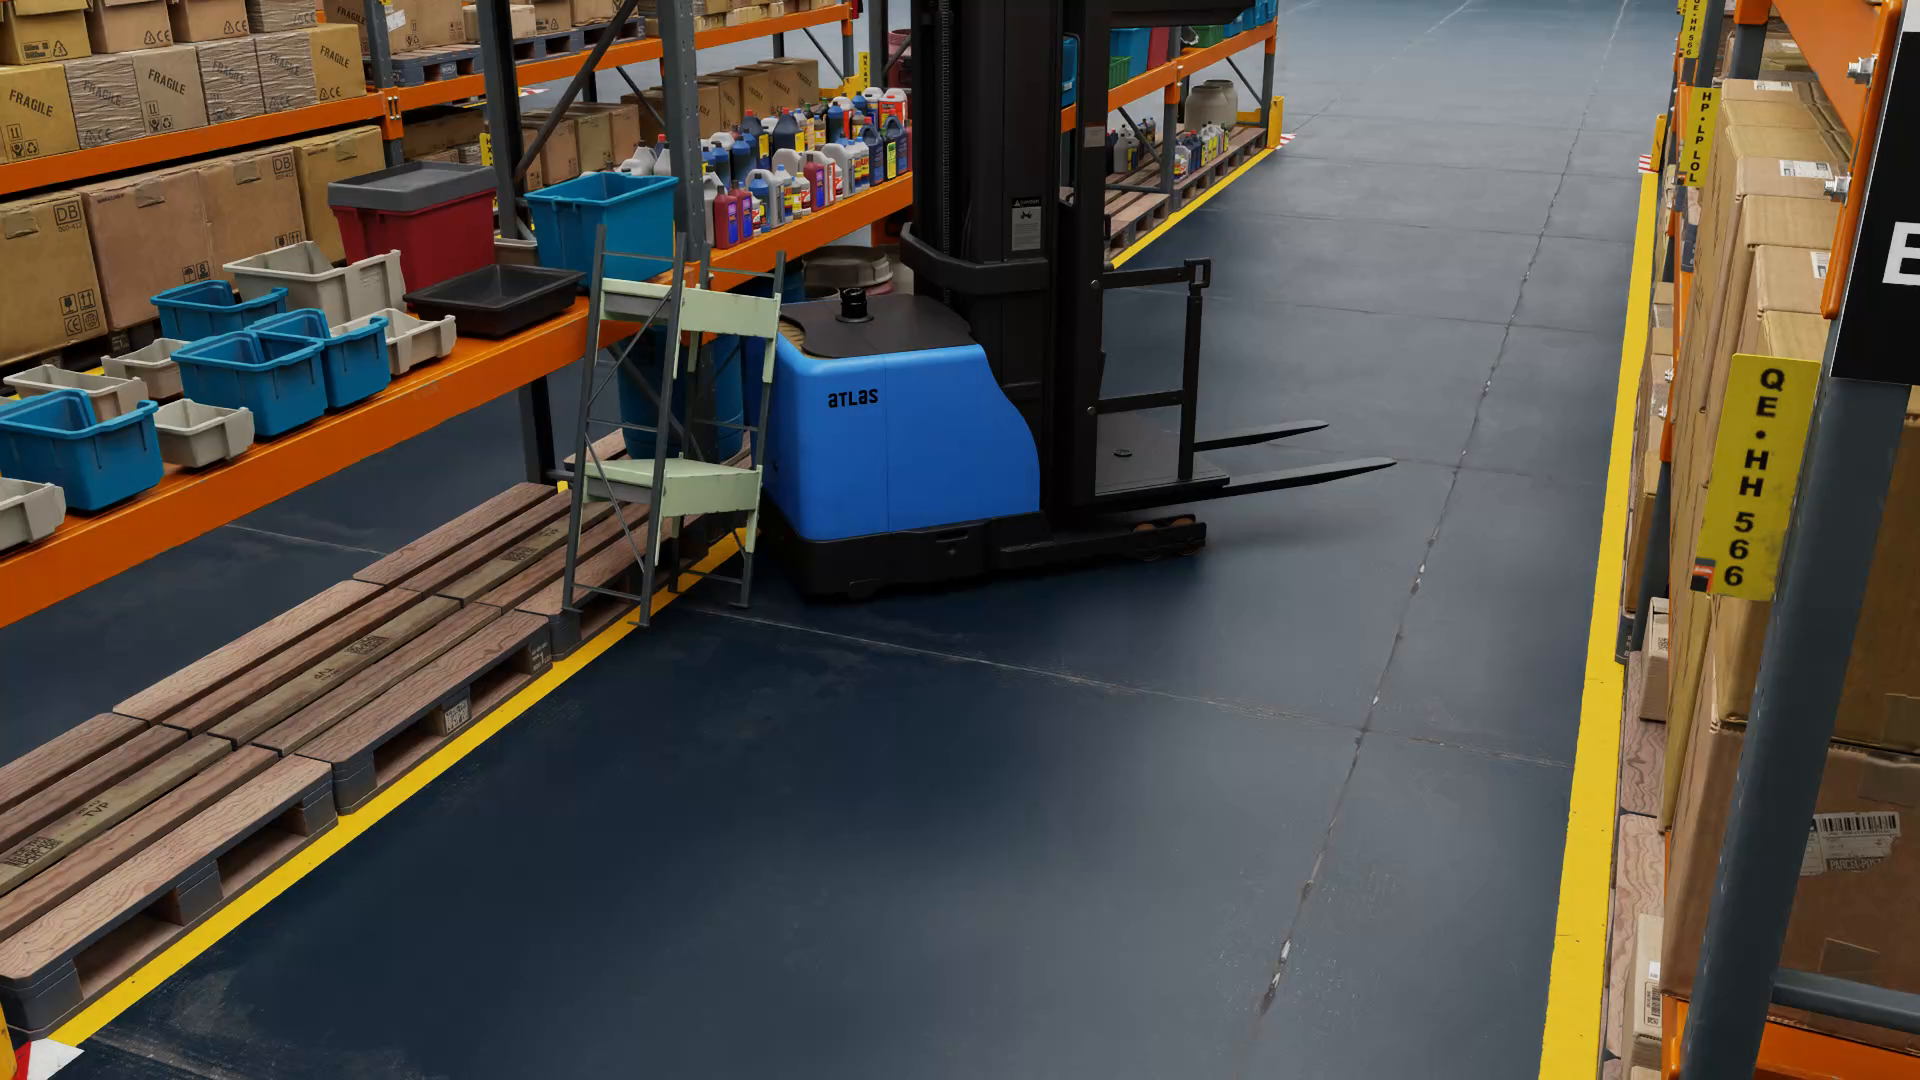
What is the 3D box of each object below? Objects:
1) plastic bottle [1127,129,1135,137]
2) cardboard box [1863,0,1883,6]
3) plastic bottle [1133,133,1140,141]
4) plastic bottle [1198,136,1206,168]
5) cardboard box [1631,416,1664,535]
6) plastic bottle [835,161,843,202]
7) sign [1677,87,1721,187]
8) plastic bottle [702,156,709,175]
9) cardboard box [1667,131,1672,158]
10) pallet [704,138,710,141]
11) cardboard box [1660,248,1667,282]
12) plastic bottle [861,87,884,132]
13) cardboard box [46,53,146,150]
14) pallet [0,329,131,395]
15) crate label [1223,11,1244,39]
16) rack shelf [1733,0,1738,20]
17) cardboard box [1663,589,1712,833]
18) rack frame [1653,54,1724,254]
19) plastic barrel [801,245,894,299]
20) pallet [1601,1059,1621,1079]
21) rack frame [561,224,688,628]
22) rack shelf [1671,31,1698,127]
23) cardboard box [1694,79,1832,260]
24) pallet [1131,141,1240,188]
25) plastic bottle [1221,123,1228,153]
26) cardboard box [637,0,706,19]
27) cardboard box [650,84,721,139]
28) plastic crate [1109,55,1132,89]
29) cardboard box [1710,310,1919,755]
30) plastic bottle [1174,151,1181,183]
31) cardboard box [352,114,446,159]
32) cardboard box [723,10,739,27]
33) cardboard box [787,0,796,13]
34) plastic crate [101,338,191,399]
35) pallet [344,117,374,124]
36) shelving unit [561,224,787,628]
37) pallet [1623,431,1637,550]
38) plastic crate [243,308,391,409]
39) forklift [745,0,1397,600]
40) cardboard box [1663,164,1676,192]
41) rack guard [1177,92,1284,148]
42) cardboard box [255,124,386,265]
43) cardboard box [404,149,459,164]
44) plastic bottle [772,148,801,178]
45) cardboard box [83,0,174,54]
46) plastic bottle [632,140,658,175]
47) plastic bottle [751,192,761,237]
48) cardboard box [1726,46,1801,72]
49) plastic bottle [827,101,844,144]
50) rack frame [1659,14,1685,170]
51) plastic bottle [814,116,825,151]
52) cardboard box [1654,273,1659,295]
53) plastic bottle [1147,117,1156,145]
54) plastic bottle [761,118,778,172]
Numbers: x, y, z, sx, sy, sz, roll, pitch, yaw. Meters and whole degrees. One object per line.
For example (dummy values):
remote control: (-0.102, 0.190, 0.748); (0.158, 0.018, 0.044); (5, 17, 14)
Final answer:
plastic bottle: (1.609, -3.774, 15.857); (0.152, 0.276, 0.135); (9, 24, 21)
cardboard box: (1.469, -0.846, 2.187); (0.500, 0.250, 0.500); (9, 24, 20)
plastic bottle: (1.650, -3.714, 15.704); (0.061, 0.283, 0.133); (9, 24, 20)
plastic bottle: (2.238, -3.614, 15.464); (0.061, 0.283, 0.133); (10, 25, 22)
cardboard box: (3.117, -0.184, 6.971); (0.500, 0.500, 0.500); (9, 24, 20)
plastic bottle: (-0.651, -1.840, 8.521); (0.097, 0.201, 0.097); (0, 23, 0)
sign: (2.492, -1.353, 5.596); (0.100, 0.325, 0.005); (9, 24, 20)
plastic bottle: (-1.349, -1.850, 8.351); (0.144, 0.351, 0.185); (9, 24, 20)
cardboard box: (6.501, -3.610, 14.550); (0.500, 0.500, 0.500); (9, 24, 20)
pallet: (-2.999, -3.982, 17.009); (1.003, 0.211, 1.213); (9, 24, 20)
cardboard box: (4.460, -1.579, 9.933); (0.500, 0.311, 0.500); (9, 24, 21)
plastic bottle: (-0.564, -2.717, 10.524); (0.152, 0.276, 0.135); (9, 24, 20)
cardboard box: (-5.412, -2.695, 10.179); (0.500, 0.500, 0.500); (8, 24, 19)
pallet: (-5.971, -1.161, 10.255); (1.003, 0.211, 1.213); (9, 24, 20)
crate label: (2.436, -5.065, 15.937); (0.502, 0.435, 0.616); (9, 24, 20)
rack shelf: (3.751, -2.509, 6.906); (1.077, 0.370, 4.000); (9, 24, 20)
cardboard box: (1.626, 0.259, 3.109); (0.500, 0.500, 0.500); (9, 24, 21)
rack frame: (5.980, -3.604, 12.486); (1.000, 3.000, 0.127); (9, 24, 20)
plastic barrel: (-0.689, -1.382, 9.751); (0.600, 0.588, 0.708); (9, 24, 20)
pallet: (1.846, 1.665, 3.491); (1.003, 0.211, 1.213); (9, 24, 20)
rack frame: (-1.289, -0.436, 6.360); (0.400, 1.500, 0.023); (10, 8, 23)
rack shelf: (6.723, -3.988, 14.338); (1.077, 0.370, 4.000); (9, 24, 20)
cardboard box: (2.572, -1.120, 5.113); (0.500, 0.500, 0.500); (9, 24, 21)
pallet: (2.122, -3.700, 16.334); (1.003, 0.211, 1.213); (9, 24, 20)
plastic bottle: (2.567, -3.931, 16.222); (0.061, 0.283, 0.133); (9, 24, 21)
cardboard box: (-2.991, -5.359, 16.172); (0.875, 0.500, 0.500); (9, 24, 20)
cardboard box: (-2.825, -4.407, 17.108); (0.500, 0.500, 0.500); (18, 29, 37)
plastic crate: (0.998, -3.553, 12.639); (0.450, 0.188, 0.662); (9, 24, 20)
cardboard box: (1.433, -0.016, 2.469); (0.500, 0.500, 0.500); (9, 24, 20)
plastic bottle: (1.908, -3.310, 14.751); (0.097, 0.271, 0.097); (0, 23, 0)
cardboard box: (-4.481, -3.232, 13.294); (0.500, 0.250, 0.500); (10, 25, 22)
cardboard box: (-2.470, -5.297, 16.865); (0.380, 0.149, 0.250); (9, 24, 20)
cardboard box: (-2.021, -5.850, 18.190); (0.380, 0.149, 0.250); (9, 24, 20)
plastic crate: (-2.645, -0.557, 5.456); (0.298, 0.136, 0.250); (9, 24, 20)
pallet: (-7.428, -4.744, 18.833); (1.003, 0.211, 1.213); (9, 24, 20)
shelving unit: (-1.139, -0.460, 6.693); (0.431, 1.500, 0.755); (10, 8, 23)
pallet: (3.727, -0.189, 7.928); (1.003, 0.211, 1.213); (9, 24, 20)
plastic crate: (-2.077, -0.590, 5.411); (0.416, 0.233, 0.300); (9, 24, 20)
forklift: (0.590, -1.438, 7.390); (3.031, 2.935, 1.130); (-8, 24, -19)
cardboard box: (5.595, -2.675, 12.558); (0.500, 0.311, 0.500); (9, 24, 20)
rack guard: (2.884, -4.558, 18.014); (1.175, 0.500, 0.348); (9, 24, 20)
cardboard box: (-4.977, -2.561, 12.202); (1.225, 0.875, 0.875); (8, 24, 18)
cardboard box: (-4.472, -2.884, 13.435); (0.700, 0.500, 0.500); (7, 24, 17)
plastic bottle: (-0.861, -1.858, 8.468); (0.152, 0.276, 0.135); (9, 24, 20)
cardboard box: (-5.476, -3.368, 10.490); (0.797, 0.503, 0.637); (10, 25, 22)
plastic bottle: (-1.551, -1.804, 8.242); (0.144, 0.351, 0.185); (9, 24, 20)
plastic bottle: (-0.981, -1.522, 7.759); (0.097, 0.201, 0.097); (0, 23, 0)
cardboard box: (5.102, -2.821, 10.483); (0.500, 0.500, 0.500); (7, 24, 17)
plastic bottle: (-0.748, -2.503, 10.018); (0.097, 0.271, 0.097); (0, 23, 0)
rack frame: (7.466, -5.035, 15.913); (1.000, 3.000, 0.127); (9, 24, 20)
plastic bottle: (-0.854, -2.432, 9.938); (0.097, 0.201, 0.097); (0, 23, 0)
cardboard box: (4.651, -1.506, 10.485); (0.500, 0.250, 0.500); (8, 24, 19)
plastic bottle: (1.906, -4.086, 16.608); (0.097, 0.271, 0.097); (0, 23, 0)
plastic bottle: (-1.079, -2.221, 9.336); (0.152, 0.276, 0.135); (9, 24, 20)
